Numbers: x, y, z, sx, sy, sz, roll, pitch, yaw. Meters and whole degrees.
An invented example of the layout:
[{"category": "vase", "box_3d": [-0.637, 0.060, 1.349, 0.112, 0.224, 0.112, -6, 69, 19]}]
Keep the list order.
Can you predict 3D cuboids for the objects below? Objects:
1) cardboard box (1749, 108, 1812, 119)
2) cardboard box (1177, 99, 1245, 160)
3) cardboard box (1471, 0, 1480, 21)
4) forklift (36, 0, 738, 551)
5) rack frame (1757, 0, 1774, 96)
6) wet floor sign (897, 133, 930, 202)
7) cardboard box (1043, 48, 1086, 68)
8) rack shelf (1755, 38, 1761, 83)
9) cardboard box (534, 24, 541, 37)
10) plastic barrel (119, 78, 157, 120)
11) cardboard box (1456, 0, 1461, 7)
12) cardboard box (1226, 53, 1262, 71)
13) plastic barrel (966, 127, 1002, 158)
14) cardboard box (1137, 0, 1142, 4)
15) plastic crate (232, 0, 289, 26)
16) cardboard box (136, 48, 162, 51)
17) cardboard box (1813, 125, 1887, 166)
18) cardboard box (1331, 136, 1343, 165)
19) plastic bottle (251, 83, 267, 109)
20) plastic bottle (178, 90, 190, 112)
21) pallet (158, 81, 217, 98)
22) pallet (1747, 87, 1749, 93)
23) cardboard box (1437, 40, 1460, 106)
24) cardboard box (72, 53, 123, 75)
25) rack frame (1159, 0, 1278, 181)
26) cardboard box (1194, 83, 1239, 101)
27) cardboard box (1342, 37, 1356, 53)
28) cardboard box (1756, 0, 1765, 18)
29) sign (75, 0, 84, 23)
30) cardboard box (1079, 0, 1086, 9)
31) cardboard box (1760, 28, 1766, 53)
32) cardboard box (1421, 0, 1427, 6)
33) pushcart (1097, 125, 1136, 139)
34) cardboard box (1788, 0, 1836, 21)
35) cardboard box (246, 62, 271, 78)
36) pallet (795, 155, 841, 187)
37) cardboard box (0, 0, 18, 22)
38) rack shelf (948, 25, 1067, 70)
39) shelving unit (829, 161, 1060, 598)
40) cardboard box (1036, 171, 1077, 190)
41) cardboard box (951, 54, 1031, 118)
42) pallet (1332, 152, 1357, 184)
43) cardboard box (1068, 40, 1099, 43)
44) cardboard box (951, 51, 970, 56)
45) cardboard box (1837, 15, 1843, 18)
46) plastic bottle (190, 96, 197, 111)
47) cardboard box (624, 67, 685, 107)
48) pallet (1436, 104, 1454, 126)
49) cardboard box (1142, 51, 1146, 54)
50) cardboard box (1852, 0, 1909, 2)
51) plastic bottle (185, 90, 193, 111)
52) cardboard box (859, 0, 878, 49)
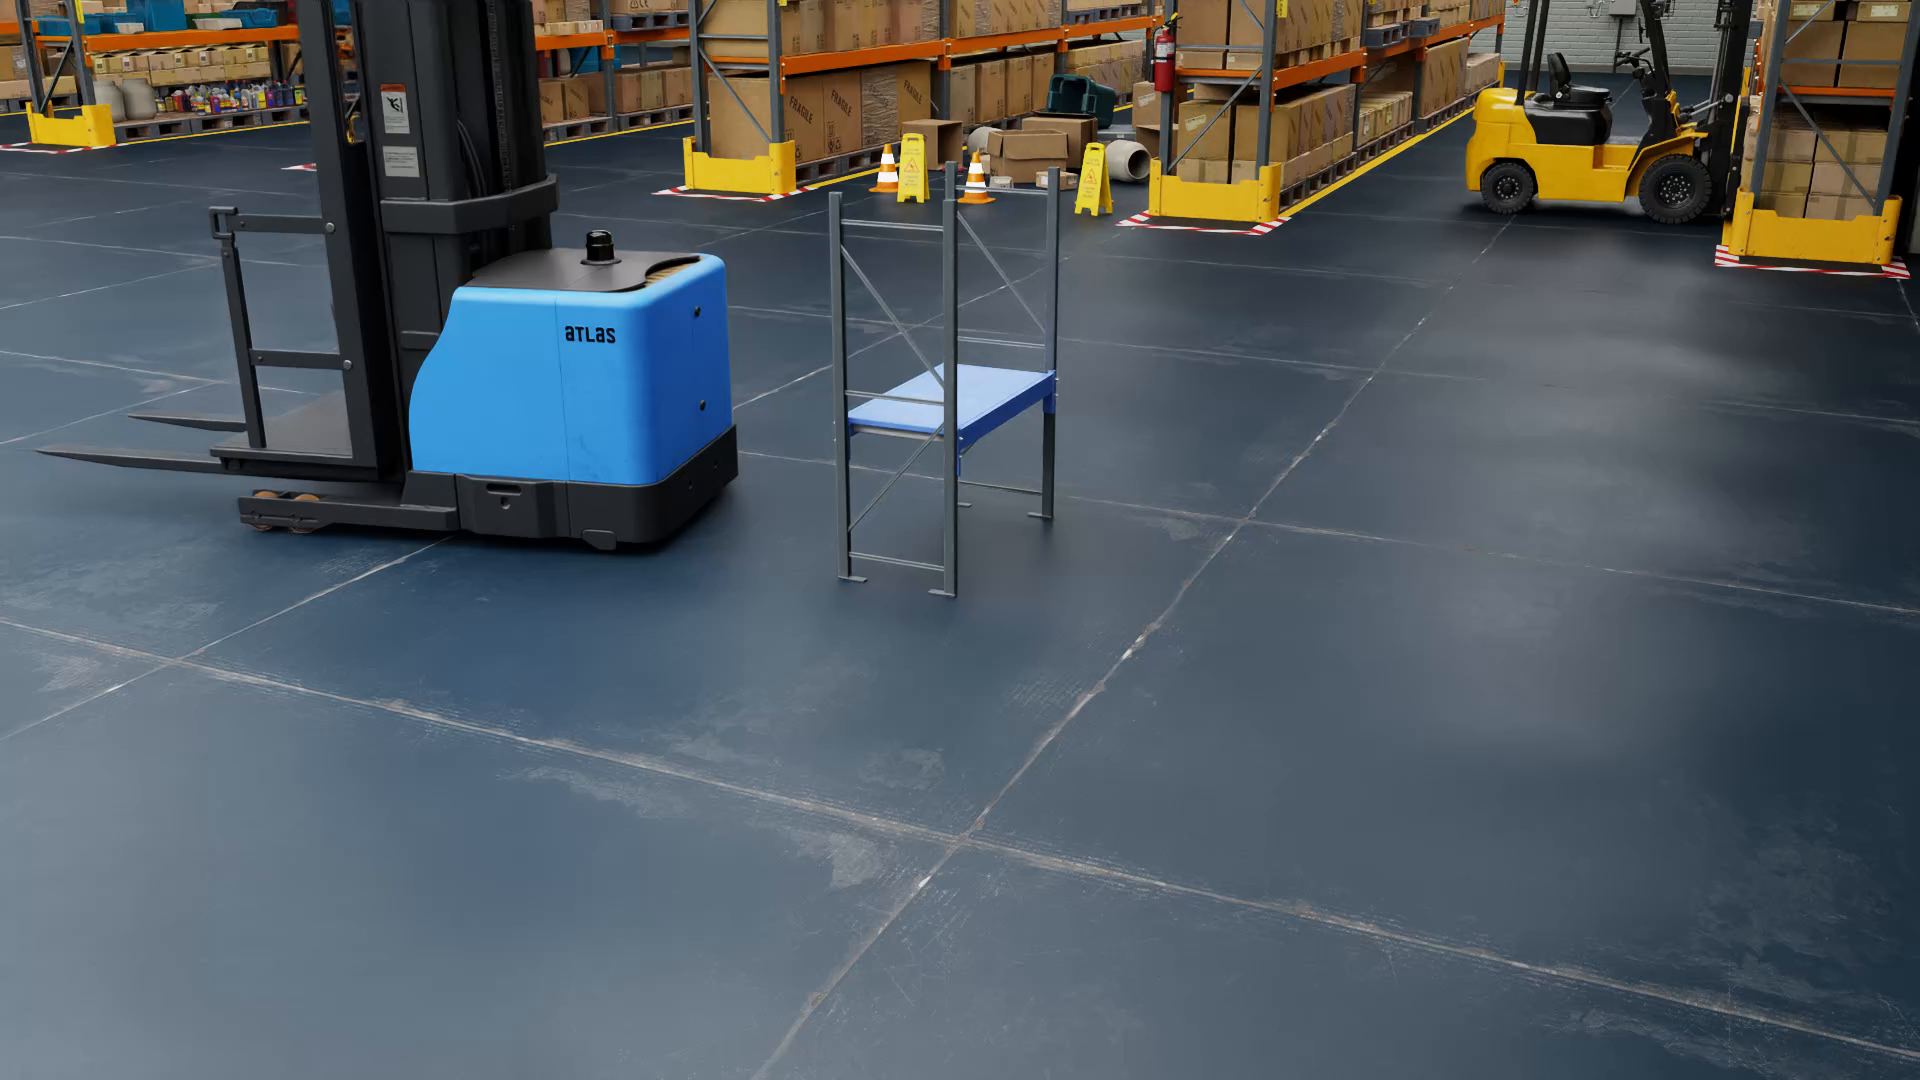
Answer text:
[{"category": "cardboard box", "box_3d": [7.357, -3.730, 14.964, 0.500, 0.250, 0.500, 8, 21, 22]}, {"category": "cardboard box", "box_3d": [2.398, -3.922, 15.879, 0.500, 0.500, 0.500, 9, 21, 23]}, {"category": "cardboard box", "box_3d": [7.652, -8.209, 25.426, 0.500, 0.500, 0.500, 9, 22, 24]}, {"category": "forklift", "box_3d": [-2.584, -1.573, 7.018, 3.031, 2.935, 1.130, 4, 20, 12]}, {"category": "rack frame", "box_3d": [8.475, -4.929, 16.352, 1.000, 3.000, 0.127, 9, 21, 23]}, {"category": "wet floor sign", "box_3d": [-0.455, -3.645, 16.254, 0.267, 0.644, 0.232, 5, 20, 13]}, {"category": "cardboard box", "box_3d": [1.529, -7.031, 24.247, 0.500, 0.250, 0.500, 8, 21, 20]}, {"category": "rack shelf", "box_3d": [9.294, -5.201, 18.191, 1.077, 0.370, 4.000, 9, 21, 23]}, {"category": "cardboard box", "box_3d": [-5.473, -6.369, 20.776, 0.380, 0.149, 0.250, 9, 21, 23]}, {"category": "plastic barrel", "box_3d": [-10.847, -5.816, 21.932, 0.421, 0.512, 0.421, 0, 20, 0]}, {"category": "cardboard box", "box_3d": [6.858, -7.738, 23.729, 0.500, 0.250, 0.500, 9, 22, 24]}, {"category": "cardboard box", "box_3d": [2.635, -4.343, 15.079, 0.380, 0.149, 0.250, 9, 21, 23]}, {"category": "plastic barrel", "box_3d": [0.323, -4.486, 18.951, 0.421, 0.421, 0.512, -9, 22, -24]}, {"category": "cardboard box", "box_3d": [2.682, -8.634, 26.517, 0.380, 0.149, 0.250, 8, 21, 21]}, {"category": "plastic crate", "box_3d": [-9.945, -7.476, 23.607, 0.767, 0.338, 0.504, 9, 21, 23]}, {"category": "cardboard box", "box_3d": [-13.604, -8.124, 27.976, 0.500, 0.311, 0.500, 8, 21, 22]}, {"category": "cardboard box", "box_3d": [7.207, -3.201, 13.476, 0.500, 0.250, 0.500, 8, 21, 22]}, {"category": "cardboard box", "box_3d": [3.740, -4.129, 17.580, 0.500, 0.250, 0.500, 8, 21, 21]}, {"category": "plastic bottle", "box_3d": [-9.826, -6.214, 23.261, 0.144, 0.351, 0.185, 8, 21, 22]}, {"category": "plastic bottle", "box_3d": [-10.675, -6.033, 22.854, 0.061, 0.283, 0.133, 9, 21, 23]}, {"category": "pallet", "box_3d": [-13.367, -7.620, 28.080, 1.003, 0.211, 1.213, 9, 21, 23]}, {"category": "pallet", "box_3d": [13.033, -7.016, 26.383, 1.003, 0.211, 1.213, 9, 21, 23]}, {"category": "cardboard box", "box_3d": [6.678, -6.773, 24.083, 0.875, 0.875, 0.875, 9, 22, 24]}, {"category": "cardboard box", "box_3d": [-13.735, -7.588, 26.468, 0.500, 0.311, 0.500, 9, 21, 23]}, {"category": "rack frame", "box_3d": [2.307, -4.386, 14.825, 1.000, 3.000, 0.127, 9, 21, 23]}, {"category": "cardboard box", "box_3d": [2.487, -4.349, 16.112, 0.380, 0.149, 0.250, 9, 22, 24]}, {"category": "cardboard box", "box_3d": [3.996, -5.273, 17.695, 0.380, 0.149, 0.250, 9, 22, 24]}, {"category": "cardboard box", "box_3d": [10.250, -6.646, 20.776, 0.500, 0.250, 0.500, 8, 21, 20]}, {"category": "sign", "box_3d": [-10.752, -6.479, 20.297, 0.100, 0.325, 0.005, 9, 21, 23]}, {"category": "cardboard box", "box_3d": [1.613, -7.833, 24.266, 0.380, 0.149, 0.250, 10, 22, 25]}, {"category": "cardboard box", "box_3d": [8.644, -5.203, 17.345, 0.500, 0.250, 0.500, 8, 21, 22]}, {"category": "cardboard box", "box_3d": [5.651, -7.040, 21.067, 0.500, 0.500, 0.500, 8, 21, 21]}, {"category": "pushcart", "box_3d": [1.845, -4.671, 19.540, 1.648, 0.377, 0.936, 1, 20, 4]}, {"category": "cardboard box", "box_3d": [6.724, -4.203, 13.194, 0.380, 0.149, 0.250, 9, 21, 23]}, {"category": "cardboard box", "box_3d": [-12.487, -8.260, 29.195, 0.500, 0.250, 0.500, 9, 22, 24]}, {"category": "pallet", "box_3d": [-1.994, -3.976, 17.833, 1.003, 0.211, 1.213, 9, 21, 23]}, {"category": "cardboard box", "box_3d": [-14.518, -8.077, 25.056, 0.700, 0.500, 0.500, 8, 21, 22]}, {"category": "rack shelf", "box_3d": [0.207, -6.530, 21.926, 1.077, 0.370, 4.000, 9, 21, 23]}, {"category": "shelving unit", "box_3d": [-0.035, -0.681, 6.644, 0.538, 1.500, 1.048, 9, 21, 23]}, {"category": "cardboard box", "box_3d": [1.001, -3.720, 17.208, 0.250, 0.149, 0.380, -14, 24, -33]}, {"category": "cardboard box", "box_3d": [0.340, -6.176, 22.590, 1.050, 0.750, 0.750, 9, 21, 24]}, {"category": "pallet", "box_3d": [3.703, -4.085, 18.140, 1.003, 0.211, 1.213, 9, 21, 23]}, {"category": "cardboard box", "box_3d": [1.905, -7.723, 26.194, 0.500, 0.250, 0.500, 9, 22, 24]}, {"category": "cardboard box", "box_3d": [-0.371, -9.627, 32.107, 0.875, 0.875, 0.875, 9, 21, 23]}, {"category": "cardboard box", "box_3d": [7.689, -4.183, 14.106, 0.500, 0.500, 0.500, 8, 21, 22]}, {"category": "plastic bottle", "box_3d": [-10.594, -6.040, 22.996, 0.097, 0.201, 0.097, 0, 20, 0]}, {"category": "cardboard box", "box_3d": [-4.383, -6.497, 23.835, 0.700, 0.500, 0.500, 7, 21, 18]}, {"category": "pallet", "box_3d": [6.476, -6.120, 23.863, 1.003, 0.211, 1.213, 9, 21, 23]}, {"category": "cardboard box", "box_3d": [3.039, -8.391, 28.826, 0.380, 0.149, 0.250, 8, 21, 21]}, {"category": "cardboard box", "box_3d": [7.170, -4.272, 12.944, 0.380, 0.149, 0.250, 8, 21, 22]}, {"category": "plastic bottle", "box_3d": [-10.715, -6.087, 23.016, 0.152, 0.276, 0.135, 8, 21, 21]}, {"category": "cardboard box", "box_3d": [-1.411, -5.717, 18.345, 0.875, 0.550, 0.500, 9, 21, 23]}]
